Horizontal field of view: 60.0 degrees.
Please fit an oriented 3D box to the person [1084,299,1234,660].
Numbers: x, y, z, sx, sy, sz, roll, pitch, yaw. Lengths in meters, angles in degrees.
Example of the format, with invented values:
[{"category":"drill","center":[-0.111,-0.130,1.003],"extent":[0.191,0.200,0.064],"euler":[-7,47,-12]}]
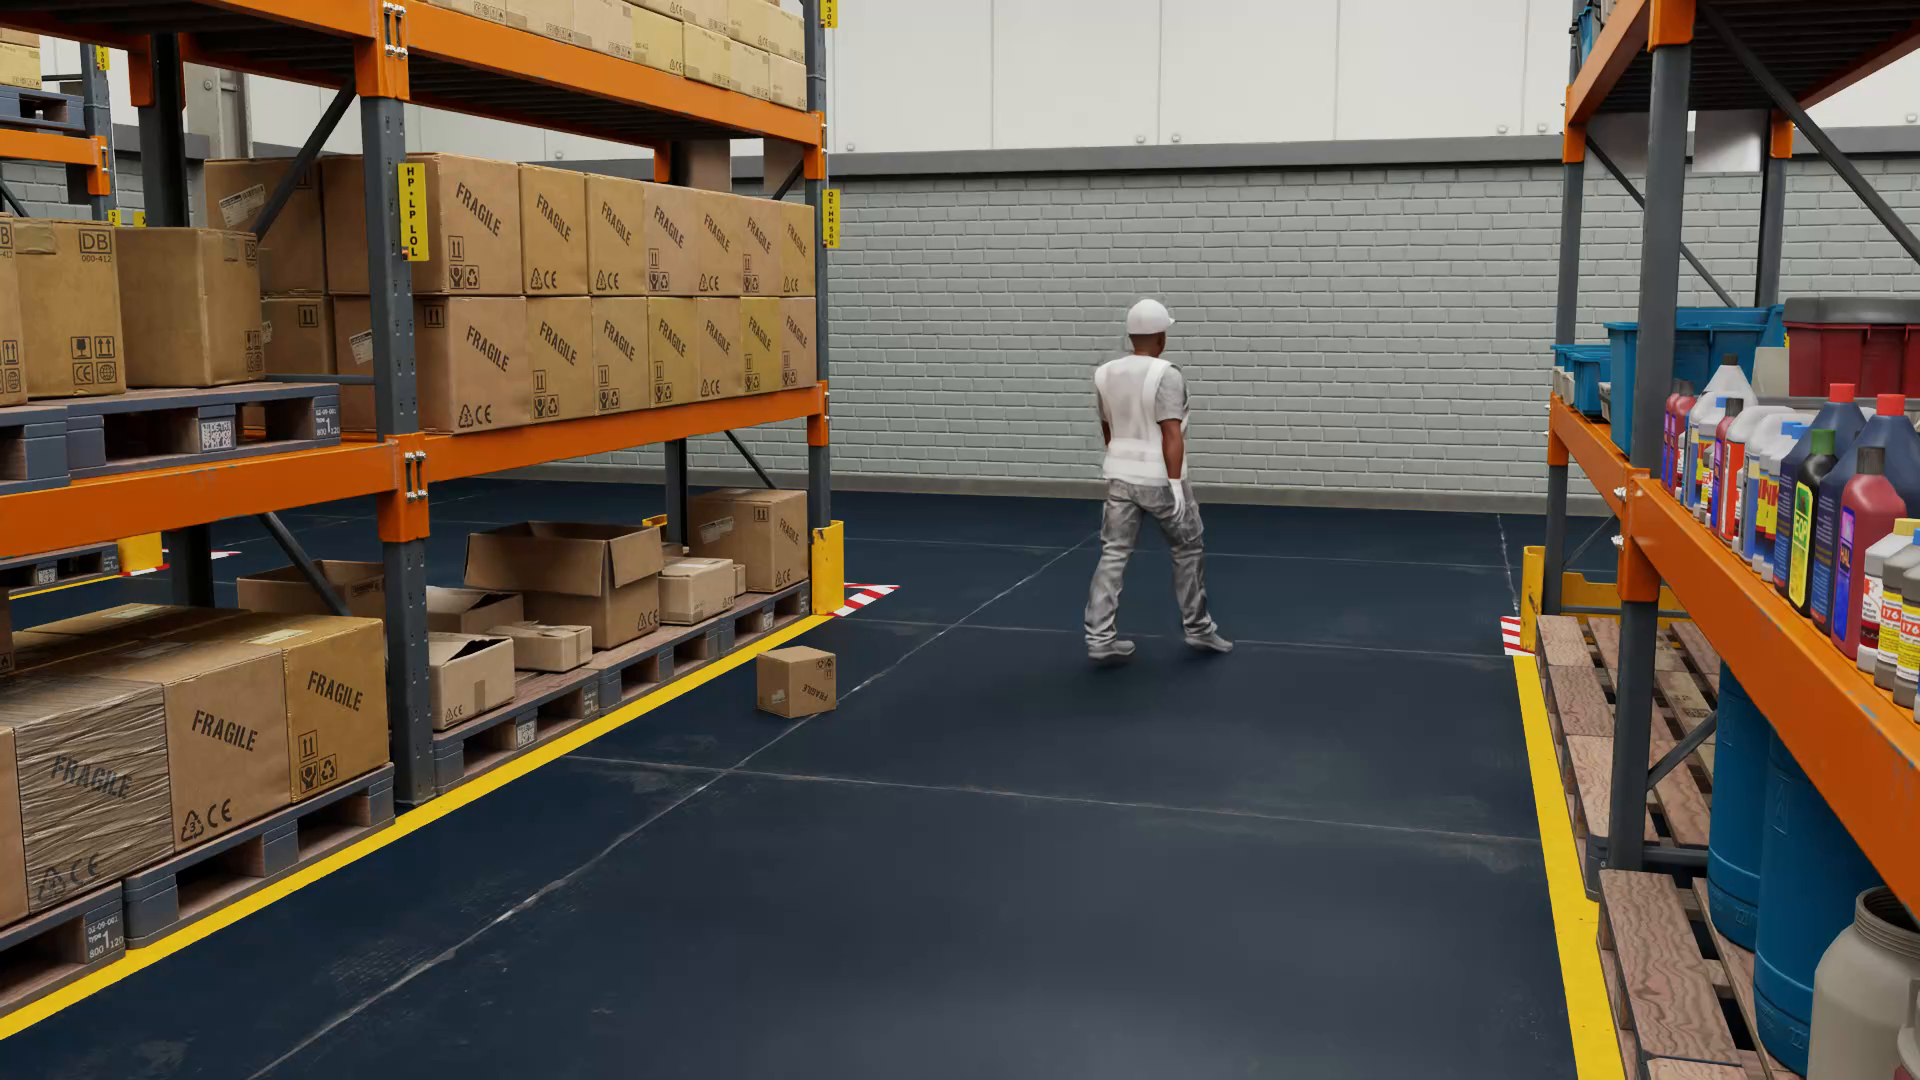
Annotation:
[{"category":"person","center":[0.979,-0.290,8.234],"extent":[0.608,1.788,0.853],"euler":[7,11,41]}]
